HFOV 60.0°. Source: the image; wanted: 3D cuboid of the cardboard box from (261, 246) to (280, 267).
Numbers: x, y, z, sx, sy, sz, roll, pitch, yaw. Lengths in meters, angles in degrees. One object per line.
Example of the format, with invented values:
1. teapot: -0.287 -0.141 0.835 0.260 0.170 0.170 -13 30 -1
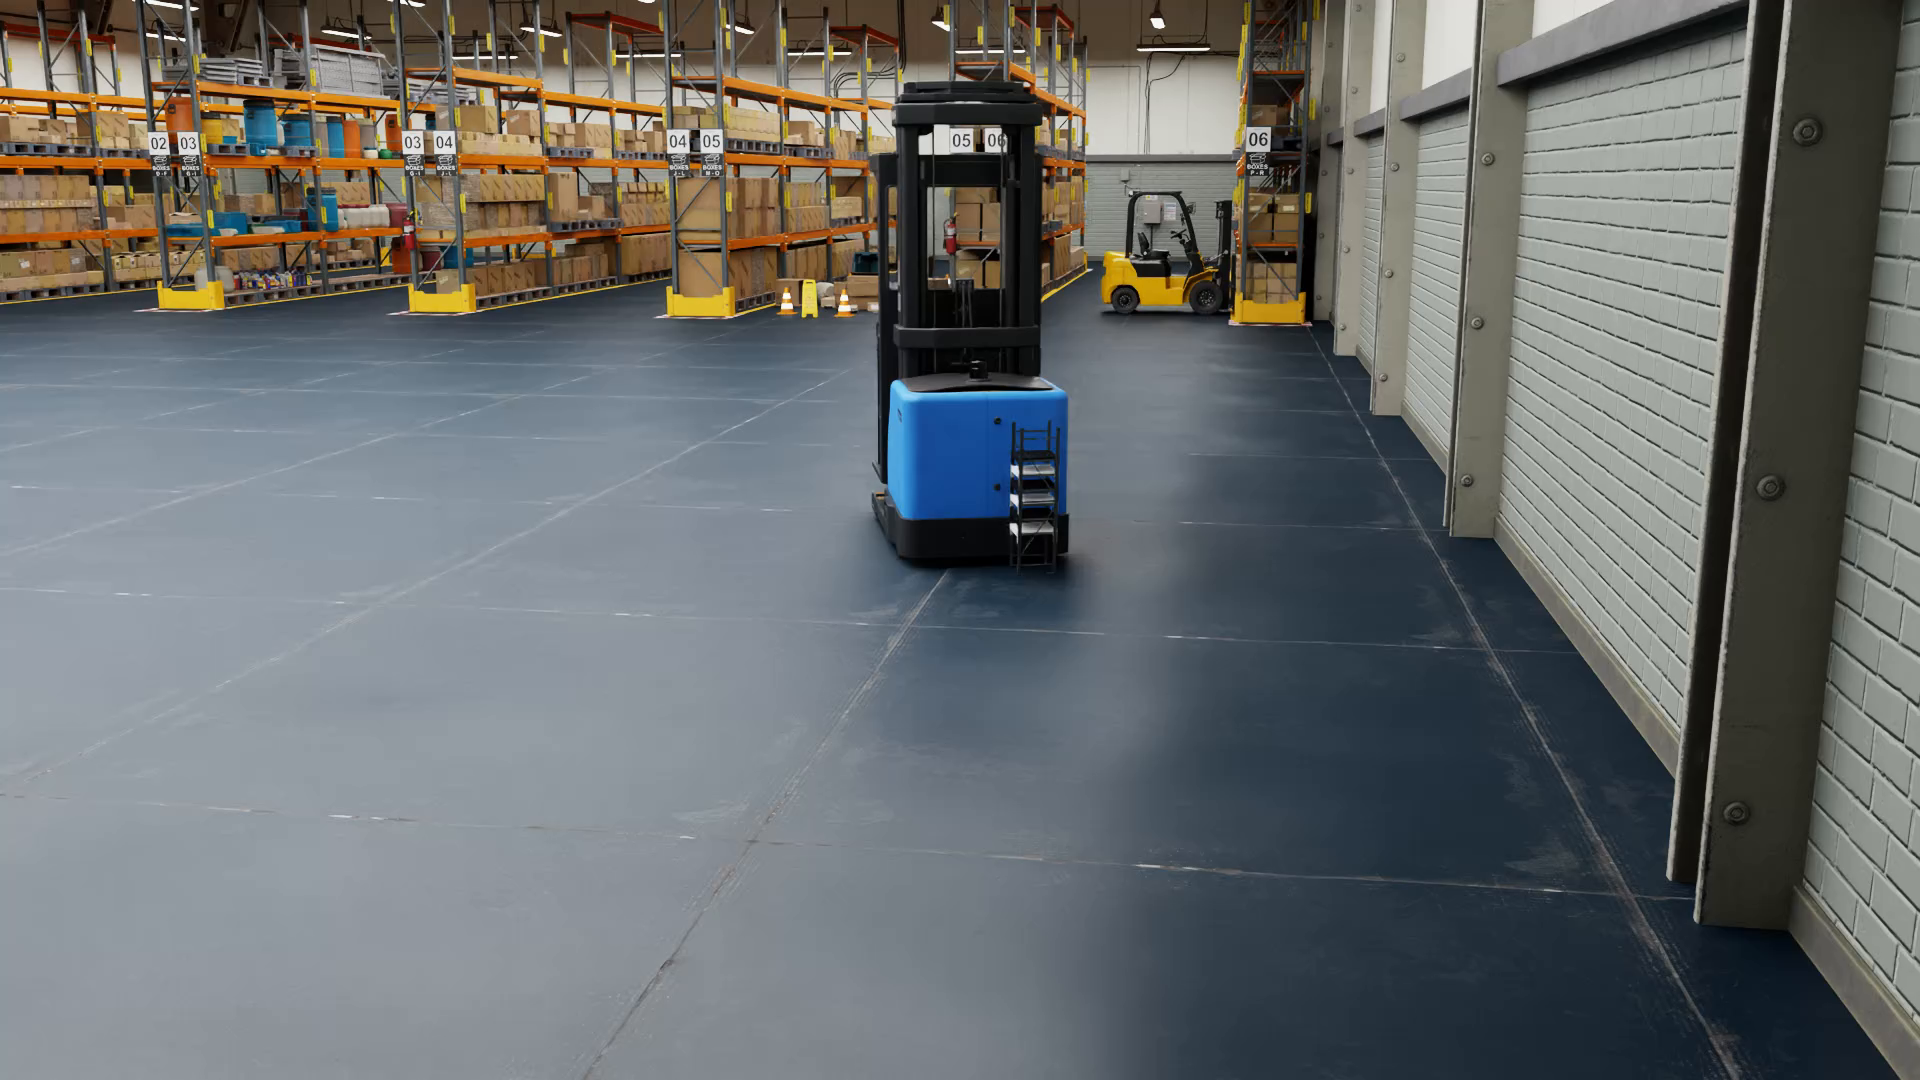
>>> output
1. cardboard box: -17.365 -7.132 41.855 0.500 0.500 0.500 2 12 9

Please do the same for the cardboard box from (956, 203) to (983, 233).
1. cardboard box: 0.136 -5.633 29.068 0.500 0.500 0.500 2 12 8

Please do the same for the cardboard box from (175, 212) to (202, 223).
1. cardboard box: -18.124 -7.507 38.920 0.500 0.311 0.500 3 12 12

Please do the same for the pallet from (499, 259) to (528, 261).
1. pallet: -12.066 -7.596 45.737 1.003 0.211 1.213 2 12 9

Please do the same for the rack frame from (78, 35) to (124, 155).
1. rack frame: -22.305 -11.550 43.228 1.000 3.000 0.127 2 12 9

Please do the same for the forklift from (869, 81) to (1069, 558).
1. forklift: -0.033 -1.579 11.364 1.130 2.935 3.031 -2 12 -8

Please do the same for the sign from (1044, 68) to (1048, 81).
1. sign: 2.238 -12.134 43.342 0.100 0.325 0.005 2 12 9

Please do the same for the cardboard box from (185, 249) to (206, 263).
1. cardboard box: -17.863 -6.643 38.898 0.500 0.311 0.500 2 12 10

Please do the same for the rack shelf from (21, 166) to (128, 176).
1. rack shelf: -22.613 -9.316 41.688 1.077 0.370 4.000 2 12 9

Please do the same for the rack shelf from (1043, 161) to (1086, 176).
1. rack shelf: 2.477 -9.346 41.827 1.077 0.370 4.000 2 12 9

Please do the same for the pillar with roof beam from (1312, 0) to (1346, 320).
1. pillar with roof beam: 1.973 -8.345 28.354 9.100 9.000 0.400 2 12 9

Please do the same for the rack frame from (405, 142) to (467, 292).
1. rack frame: -9.468 -5.638 30.035 1.000 3.000 0.127 2 12 9

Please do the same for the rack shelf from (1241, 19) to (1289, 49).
1. rack shelf: 7.383 -12.277 40.419 1.077 0.370 4.000 2 12 9

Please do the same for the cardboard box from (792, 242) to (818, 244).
1. cardboard box: -3.506 -6.622 37.759 0.500 0.250 0.500 2 12 7

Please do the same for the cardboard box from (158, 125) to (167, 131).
1. cardboard box: -21.775 -10.981 45.048 0.500 0.500 0.500 2 12 9

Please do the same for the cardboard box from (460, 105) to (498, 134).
1. cardboard box: -8.973 -7.843 31.017 0.500 0.500 0.500 2 12 8

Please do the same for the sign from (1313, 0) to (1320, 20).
1. sign: 5.777 -8.604 26.965 0.100 0.325 0.005 2 12 9

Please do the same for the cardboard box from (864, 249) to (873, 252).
1. cardboard box: -2.378 -7.177 41.534 0.380 0.149 0.250 3 12 11

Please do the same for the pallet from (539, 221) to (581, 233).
1. pallet: -8.591 -6.531 34.635 1.003 0.211 1.213 2 12 9

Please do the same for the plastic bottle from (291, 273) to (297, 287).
1. plastic bottle: -13.574 -5.300 33.868 0.061 0.283 0.133 3 12 12

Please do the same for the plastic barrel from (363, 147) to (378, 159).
1. plastic barrel: -13.096 -8.590 36.942 0.301 0.262 0.301 0 12 0

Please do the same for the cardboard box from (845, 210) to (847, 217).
1. cardboard box: -2.840 -7.621 38.835 0.380 0.149 0.250 1 12 7

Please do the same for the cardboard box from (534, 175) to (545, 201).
1. cardboard box: -8.650 -7.051 33.275 0.500 0.500 0.500 2 12 9

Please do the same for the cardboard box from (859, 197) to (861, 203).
1. cardboard box: -2.606 -8.238 40.285 0.380 0.149 0.250 2 12 11

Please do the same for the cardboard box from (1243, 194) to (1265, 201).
1. cardboard box: 5.139 -5.965 29.067 0.380 0.149 0.250 2 12 10

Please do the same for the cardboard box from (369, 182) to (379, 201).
1. cardboard box: -16.592 -9.726 46.395 0.500 0.500 0.500 2 12 8

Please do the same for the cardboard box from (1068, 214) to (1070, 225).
1. cardboard box: 2.350 -7.640 39.680 0.500 0.250 0.500 2 12 7

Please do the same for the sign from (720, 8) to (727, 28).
1. sign: -4.035 -8.904 28.355 0.100 0.325 0.005 2 12 9

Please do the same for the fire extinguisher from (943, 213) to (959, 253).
1. fire extinguisher: -0.149 -5.270 28.511 0.296 0.674 0.183 2 12 9

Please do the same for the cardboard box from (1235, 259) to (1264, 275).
1. cardboard box: 5.133 -4.825 29.417 0.500 0.250 0.500 2 12 9

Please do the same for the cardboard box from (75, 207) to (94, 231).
1. cardboard box: -18.703 -6.749 34.951 0.700 0.500 0.500 2 12 7

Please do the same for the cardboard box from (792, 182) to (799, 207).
1. cardboard box: -3.741 -7.142 34.405 0.700 0.500 0.500 2 12 9

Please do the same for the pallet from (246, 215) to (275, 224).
1. pallet: -17.731 -7.936 41.154 1.003 0.211 1.213 2 12 9

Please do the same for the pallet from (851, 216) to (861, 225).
1. pallet: -2.998 -7.706 40.086 1.003 0.211 1.213 2 12 9

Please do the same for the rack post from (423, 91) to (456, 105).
1. rack post: -12.702 -10.559 39.817 0.937 0.300 0.954 3 13 15

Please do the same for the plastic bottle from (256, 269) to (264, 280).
1. plastic bottle: -14.310 -5.357 33.976 0.144 0.351 0.185 1 12 6

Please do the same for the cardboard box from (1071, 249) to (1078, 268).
1. cardboard box: 2.510 -7.081 41.817 0.875 0.438 0.875 2 12 7

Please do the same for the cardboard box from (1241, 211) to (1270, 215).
1. cardboard box: 5.213 -5.531 29.301 0.500 0.500 0.500 2 12 8

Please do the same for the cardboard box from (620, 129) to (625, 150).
1. cardboard box: -8.169 -9.336 38.838 0.500 0.500 0.500 3 12 12

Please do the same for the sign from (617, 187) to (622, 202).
1. sign: -7.700 -7.815 37.576 0.100 0.325 0.005 2 12 9

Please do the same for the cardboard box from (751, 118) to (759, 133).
1. cardboard box: -4.023 -7.656 30.695 0.500 0.250 0.500 2 12 8

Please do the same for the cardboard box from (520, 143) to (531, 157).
1. cardboard box: -8.755 -7.652 32.615 0.500 0.250 0.500 2 12 10

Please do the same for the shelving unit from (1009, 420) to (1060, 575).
1. shelving unit: 0.446 -0.253 10.005 0.258 0.900 0.210 -3 16 -11

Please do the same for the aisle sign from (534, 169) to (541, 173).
1. aisle sign: -11.601 -10.405 45.986 0.394 0.787 0.004 2 12 9

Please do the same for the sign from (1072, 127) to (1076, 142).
1. sign: 2.708 -9.672 39.660 0.100 0.325 0.005 2 12 9

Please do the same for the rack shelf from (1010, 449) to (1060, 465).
1. rack shelf: 0.448 -0.481 9.942 0.258 0.077 0.200 -3 16 -11

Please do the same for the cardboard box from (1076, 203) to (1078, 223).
1. cardboard box: 2.665 -8.161 41.504 0.500 0.500 0.500 2 12 9

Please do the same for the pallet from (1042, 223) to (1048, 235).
1. pallet: 1.201 -6.210 33.145 1.003 0.211 1.213 2 12 9

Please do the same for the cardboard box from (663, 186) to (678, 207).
1. cardboard box: -7.296 -8.666 41.955 0.500 0.500 0.500 2 12 9

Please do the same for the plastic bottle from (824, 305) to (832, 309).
1. plastic bottle: -2.461 -4.341 30.993 0.133 0.061 0.283 -2 12 -11

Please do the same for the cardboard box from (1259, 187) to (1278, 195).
1. cardboard box: 7.567 -8.395 40.697 0.500 0.500 0.500 2 12 7
